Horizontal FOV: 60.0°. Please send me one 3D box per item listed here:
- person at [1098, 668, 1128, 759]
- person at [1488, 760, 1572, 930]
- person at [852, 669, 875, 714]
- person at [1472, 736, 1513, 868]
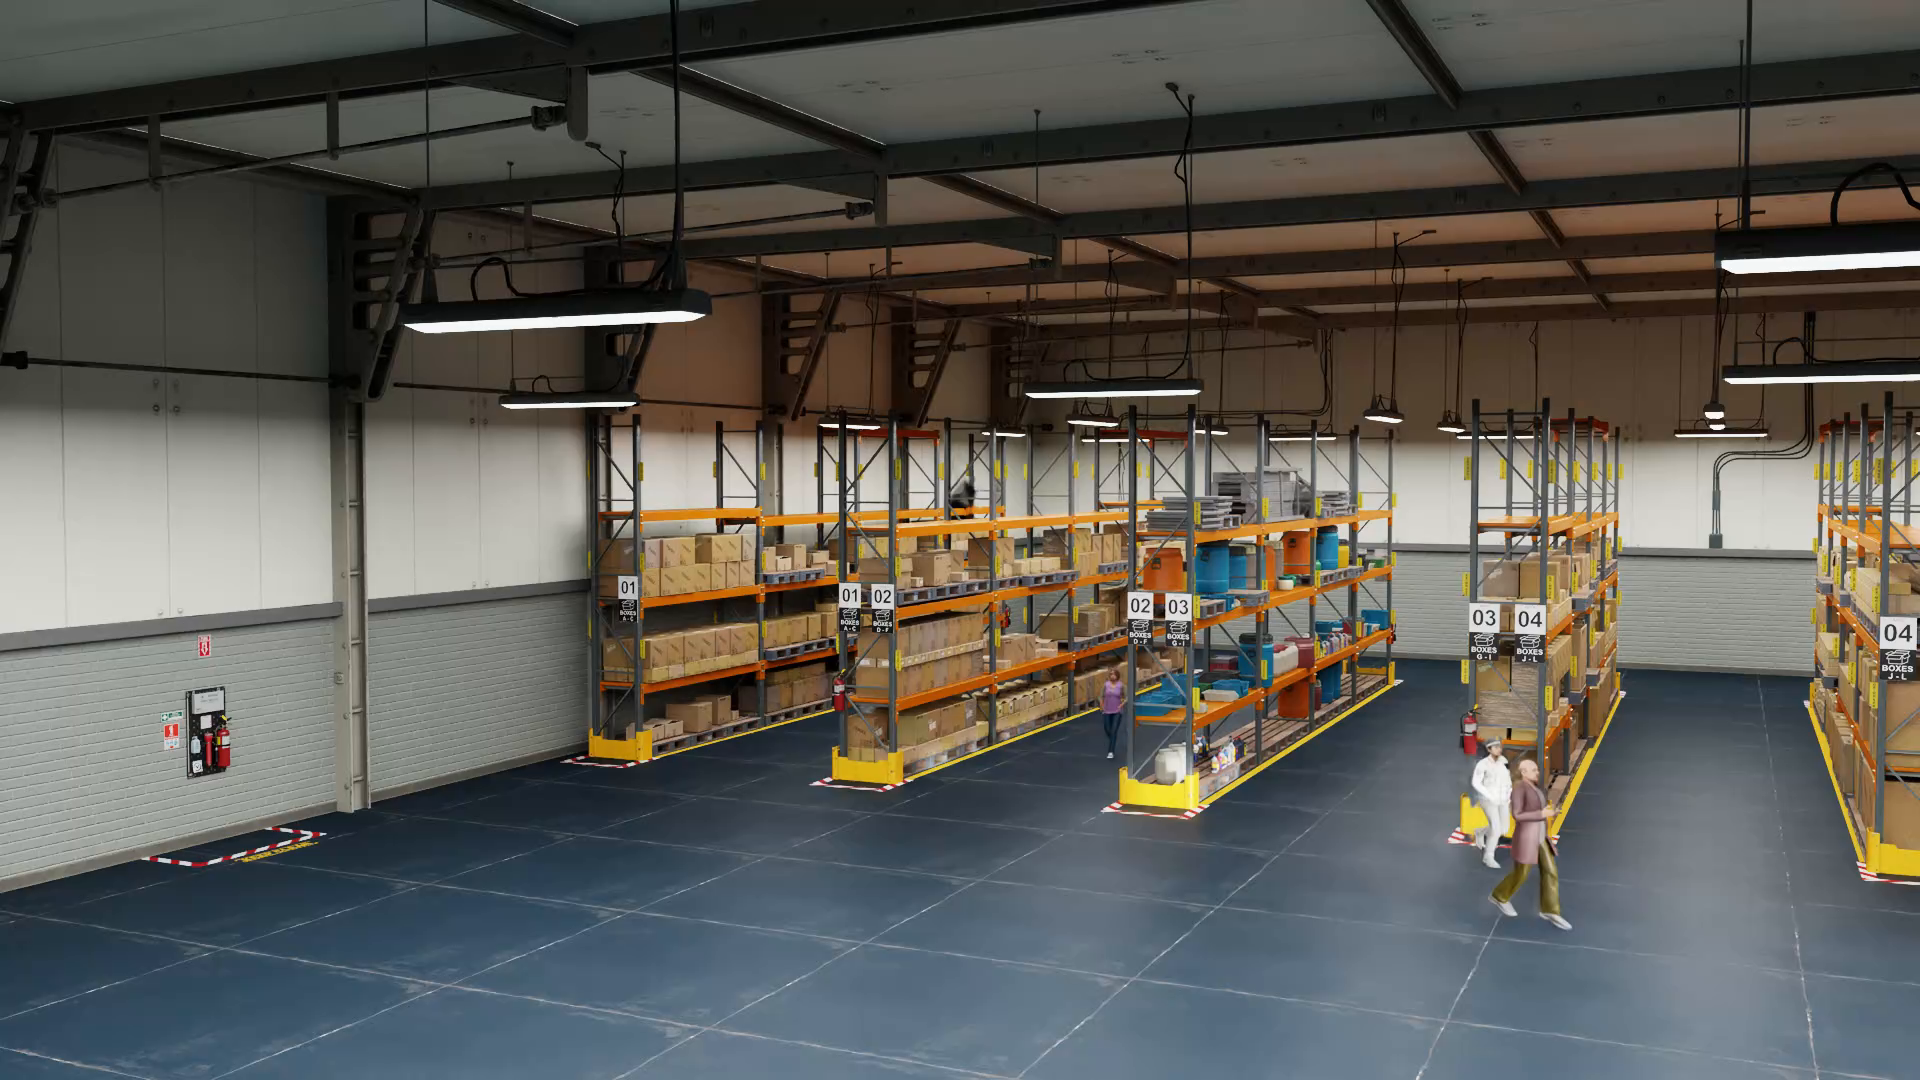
[{"bbox_3d":[2.685,3.022,29.089,0.554,1.552,0.638,0,2,12],"label":"person"},{"bbox_3d":[6.291,3.331,18.360,0.700,1.810,0.936,-2,3,-39],"label":"person"},{"bbox_3d":[-1.695,2.868,30.840,0.728,1.723,0.599,1,3,25],"label":"person"},{"bbox_3d":[6.783,3.311,21.197,0.644,1.673,0.596,-1,3,-23],"label":"person"}]
